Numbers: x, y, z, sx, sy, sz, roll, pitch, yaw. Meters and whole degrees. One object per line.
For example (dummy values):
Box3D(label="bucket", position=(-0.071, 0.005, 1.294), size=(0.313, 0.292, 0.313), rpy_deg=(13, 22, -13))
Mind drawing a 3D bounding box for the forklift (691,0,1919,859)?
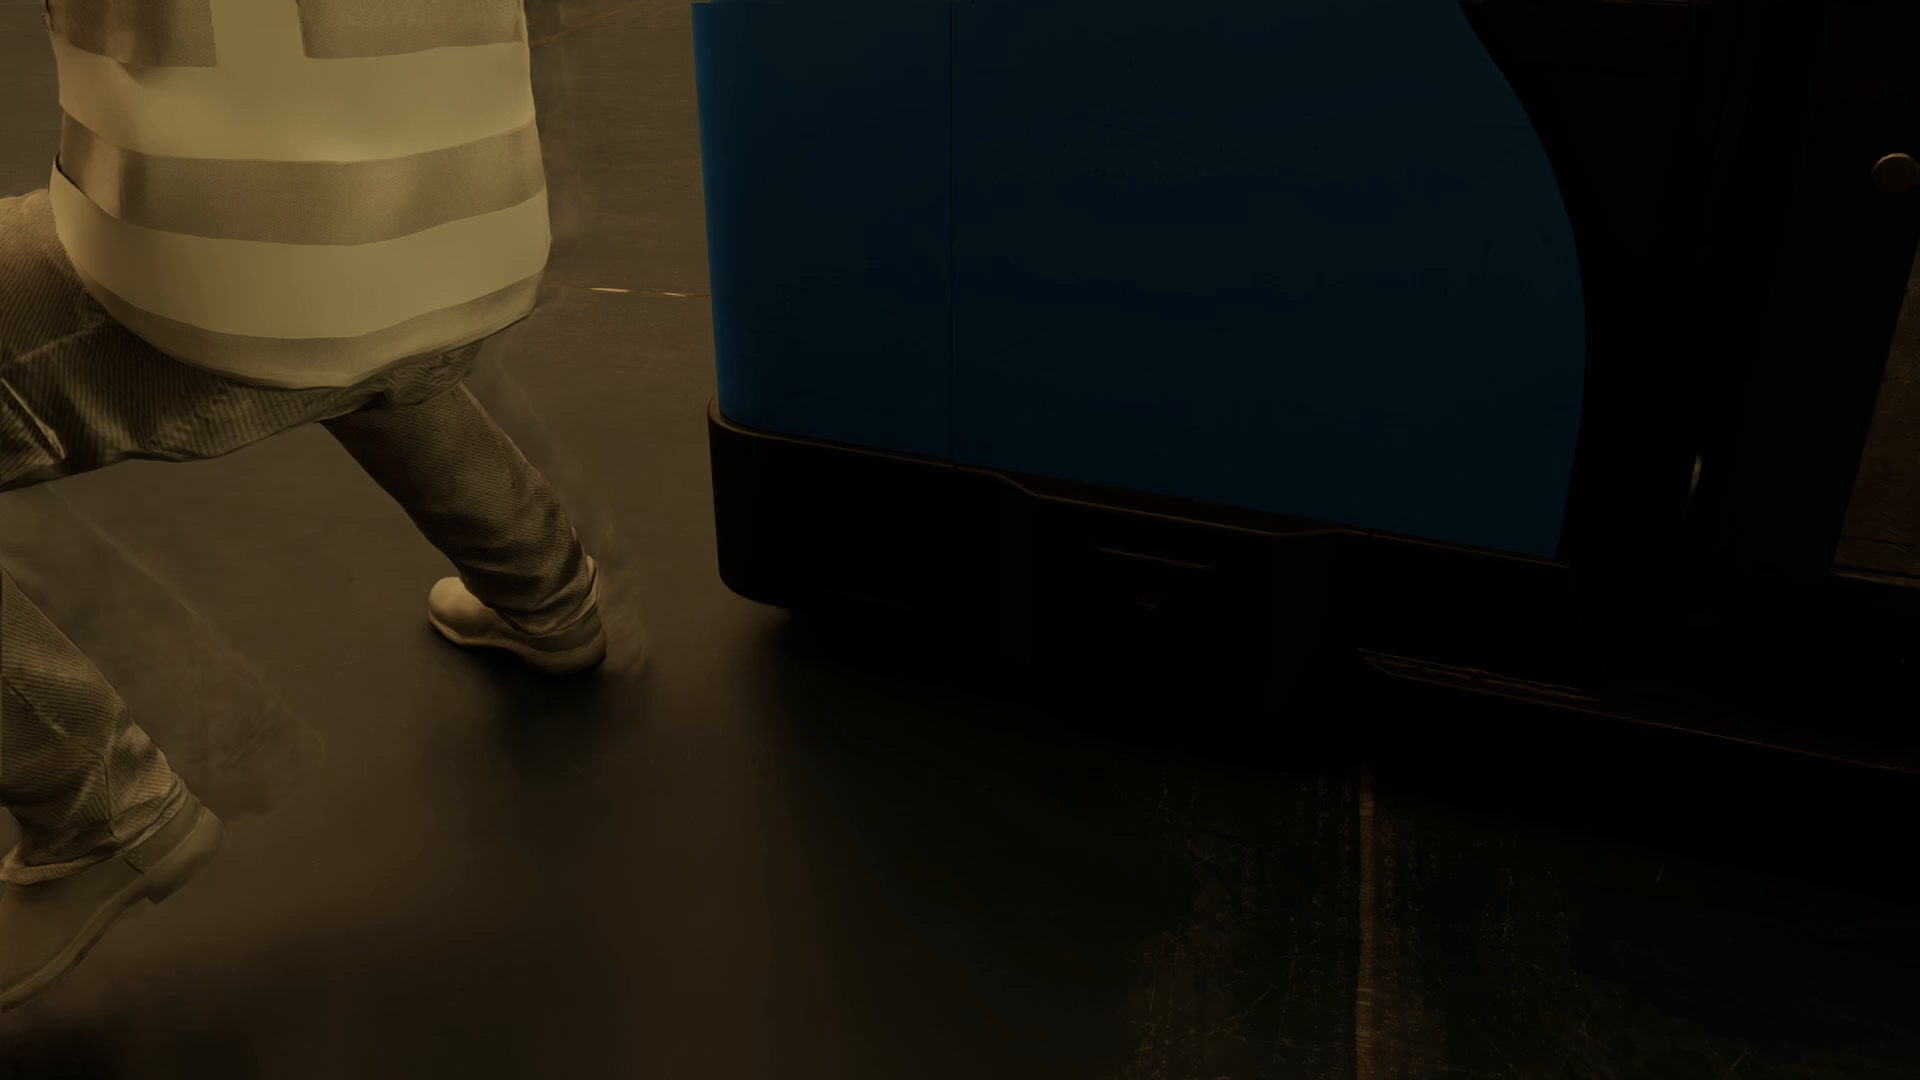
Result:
Box3D(label="forklift", position=(1.243, -1.149, 1.524), size=(3.031, 2.935, 1.130), rpy_deg=(10, 28, 19))

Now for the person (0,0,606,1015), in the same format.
Box3D(label="person", position=(-0.755, -0.366, 1.522), size=(0.788, 1.543, 1.043), rpy_deg=(13, 29, 24))
